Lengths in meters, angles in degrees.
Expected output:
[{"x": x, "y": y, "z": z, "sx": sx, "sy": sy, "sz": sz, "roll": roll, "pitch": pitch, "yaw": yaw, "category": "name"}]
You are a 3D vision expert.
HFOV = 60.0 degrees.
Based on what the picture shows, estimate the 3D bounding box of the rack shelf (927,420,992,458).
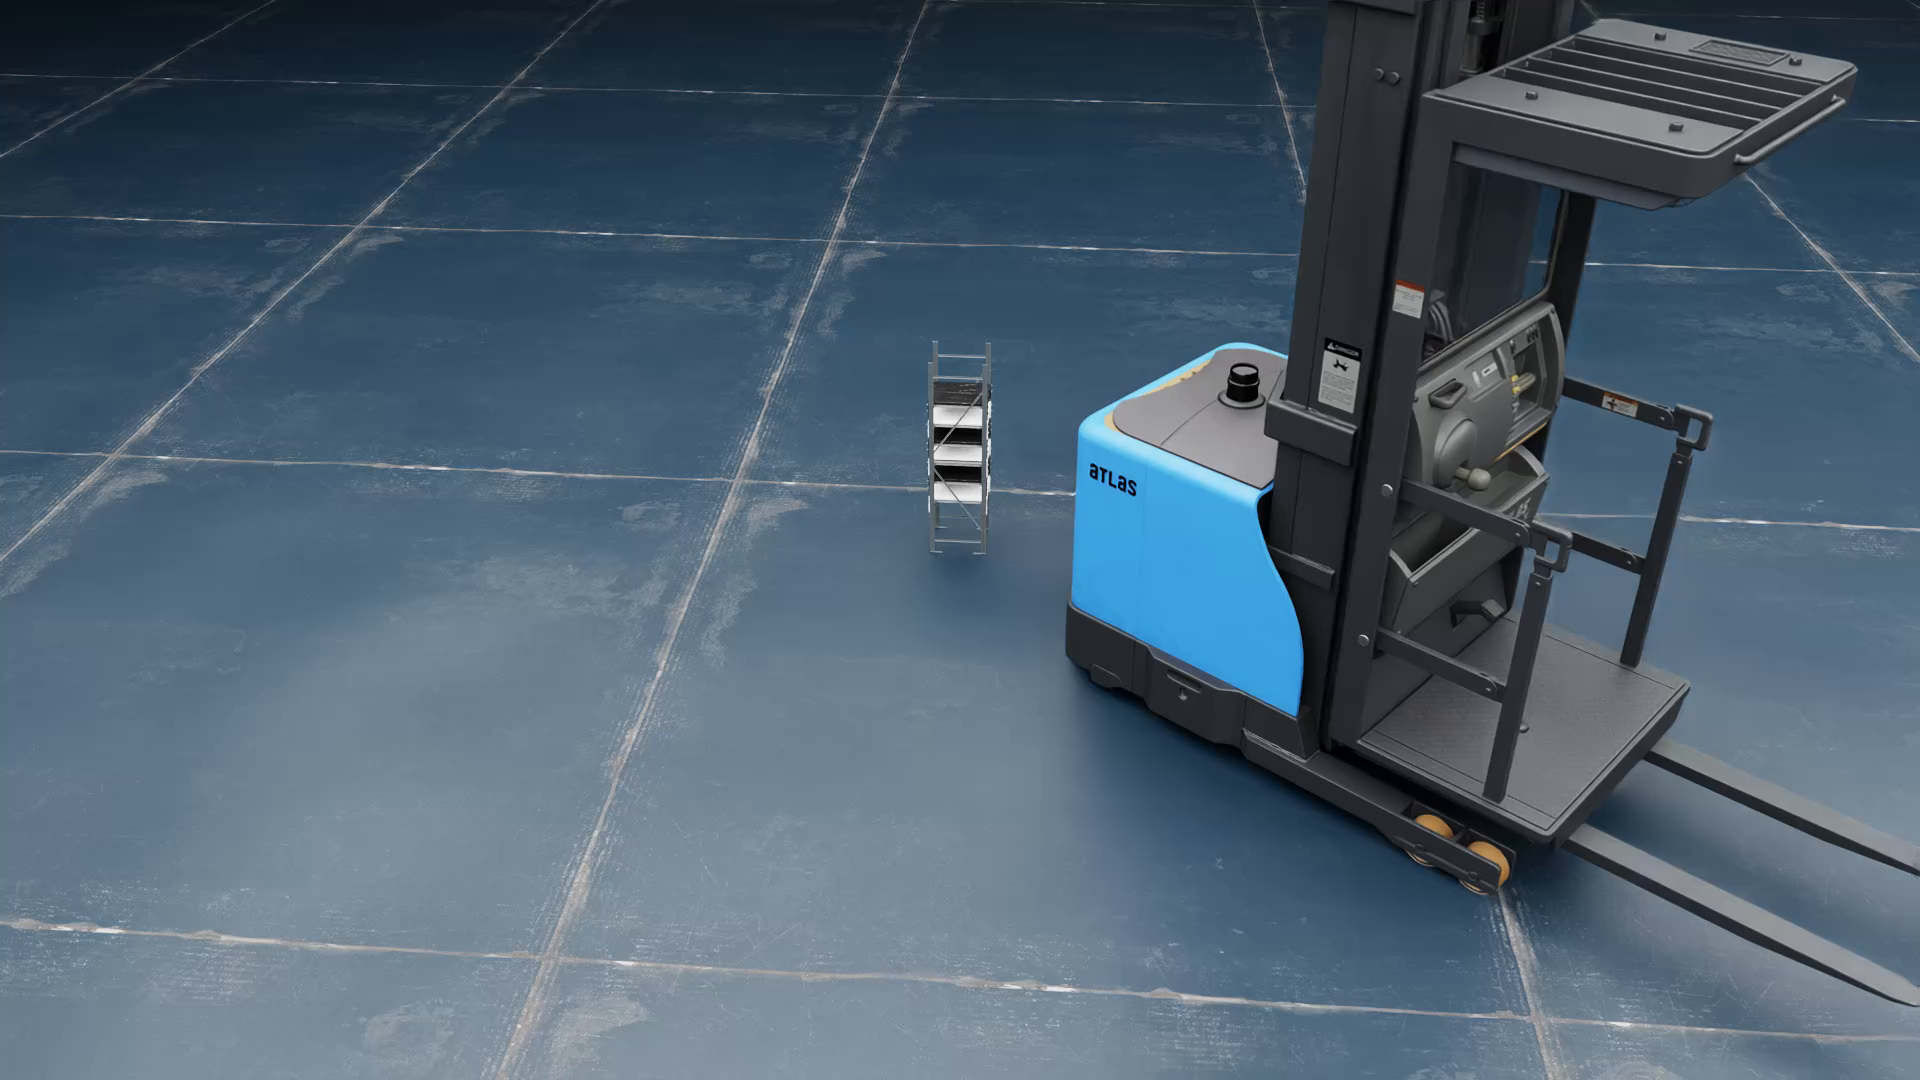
[{"x": -0.001, "y": -0.427, "z": 6.977, "sx": 0.258, "sy": 0.077, "sz": 0.200, "roll": 2, "pitch": 32, "yaw": 4, "category": "rack shelf"}]

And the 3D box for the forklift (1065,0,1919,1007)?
[{"x": 1.825, "y": -0.412, "z": 5.125, "sx": 3.031, "sy": 2.935, "sz": 1.130, "roll": 26, "pitch": 40, "yaw": 36, "category": "forklift"}]

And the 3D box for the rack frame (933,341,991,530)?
[{"x": 0.008, "y": -0.432, "z": 7.093, "sx": 0.240, "sy": 0.900, "sz": 0.006, "roll": 2, "pitch": 32, "yaw": 4, "category": "rack frame"}]

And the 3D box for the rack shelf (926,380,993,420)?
[{"x": -0.001, "y": -0.580, "z": 6.883, "sx": 0.258, "sy": 0.077, "sz": 0.200, "roll": 2, "pitch": 32, "yaw": 4, "category": "rack shelf"}]

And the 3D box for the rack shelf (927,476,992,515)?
[{"x": -0.001, "y": -0.197, "z": 7.119, "sx": 0.258, "sy": 0.077, "sz": 0.200, "roll": 2, "pitch": 32, "yaw": 4, "category": "rack shelf"}]

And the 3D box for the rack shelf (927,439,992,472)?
[{"x": -0.001, "y": -0.350, "z": 7.025, "sx": 0.258, "sy": 0.077, "sz": 0.200, "roll": 2, "pitch": 32, "yaw": 4, "category": "rack shelf"}]

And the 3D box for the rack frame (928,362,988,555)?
[{"x": -0.009, "y": -0.326, "z": 6.921, "sx": 0.240, "sy": 0.900, "sz": 0.006, "roll": 2, "pitch": 32, "yaw": 4, "category": "rack frame"}]

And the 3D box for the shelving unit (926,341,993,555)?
[{"x": -0.001, "y": -0.379, "z": 7.007, "sx": 0.258, "sy": 0.900, "sz": 0.210, "roll": 2, "pitch": 32, "yaw": 4, "category": "shelving unit"}]

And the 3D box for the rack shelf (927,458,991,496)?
[{"x": -0.001, "y": -0.274, "z": 7.072, "sx": 0.258, "sy": 0.077, "sz": 0.200, "roll": 2, "pitch": 32, "yaw": 4, "category": "rack shelf"}]

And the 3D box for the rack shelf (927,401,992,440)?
[{"x": -0.001, "y": -0.504, "z": 6.930, "sx": 0.258, "sy": 0.077, "sz": 0.200, "roll": 2, "pitch": 32, "yaw": 4, "category": "rack shelf"}]
